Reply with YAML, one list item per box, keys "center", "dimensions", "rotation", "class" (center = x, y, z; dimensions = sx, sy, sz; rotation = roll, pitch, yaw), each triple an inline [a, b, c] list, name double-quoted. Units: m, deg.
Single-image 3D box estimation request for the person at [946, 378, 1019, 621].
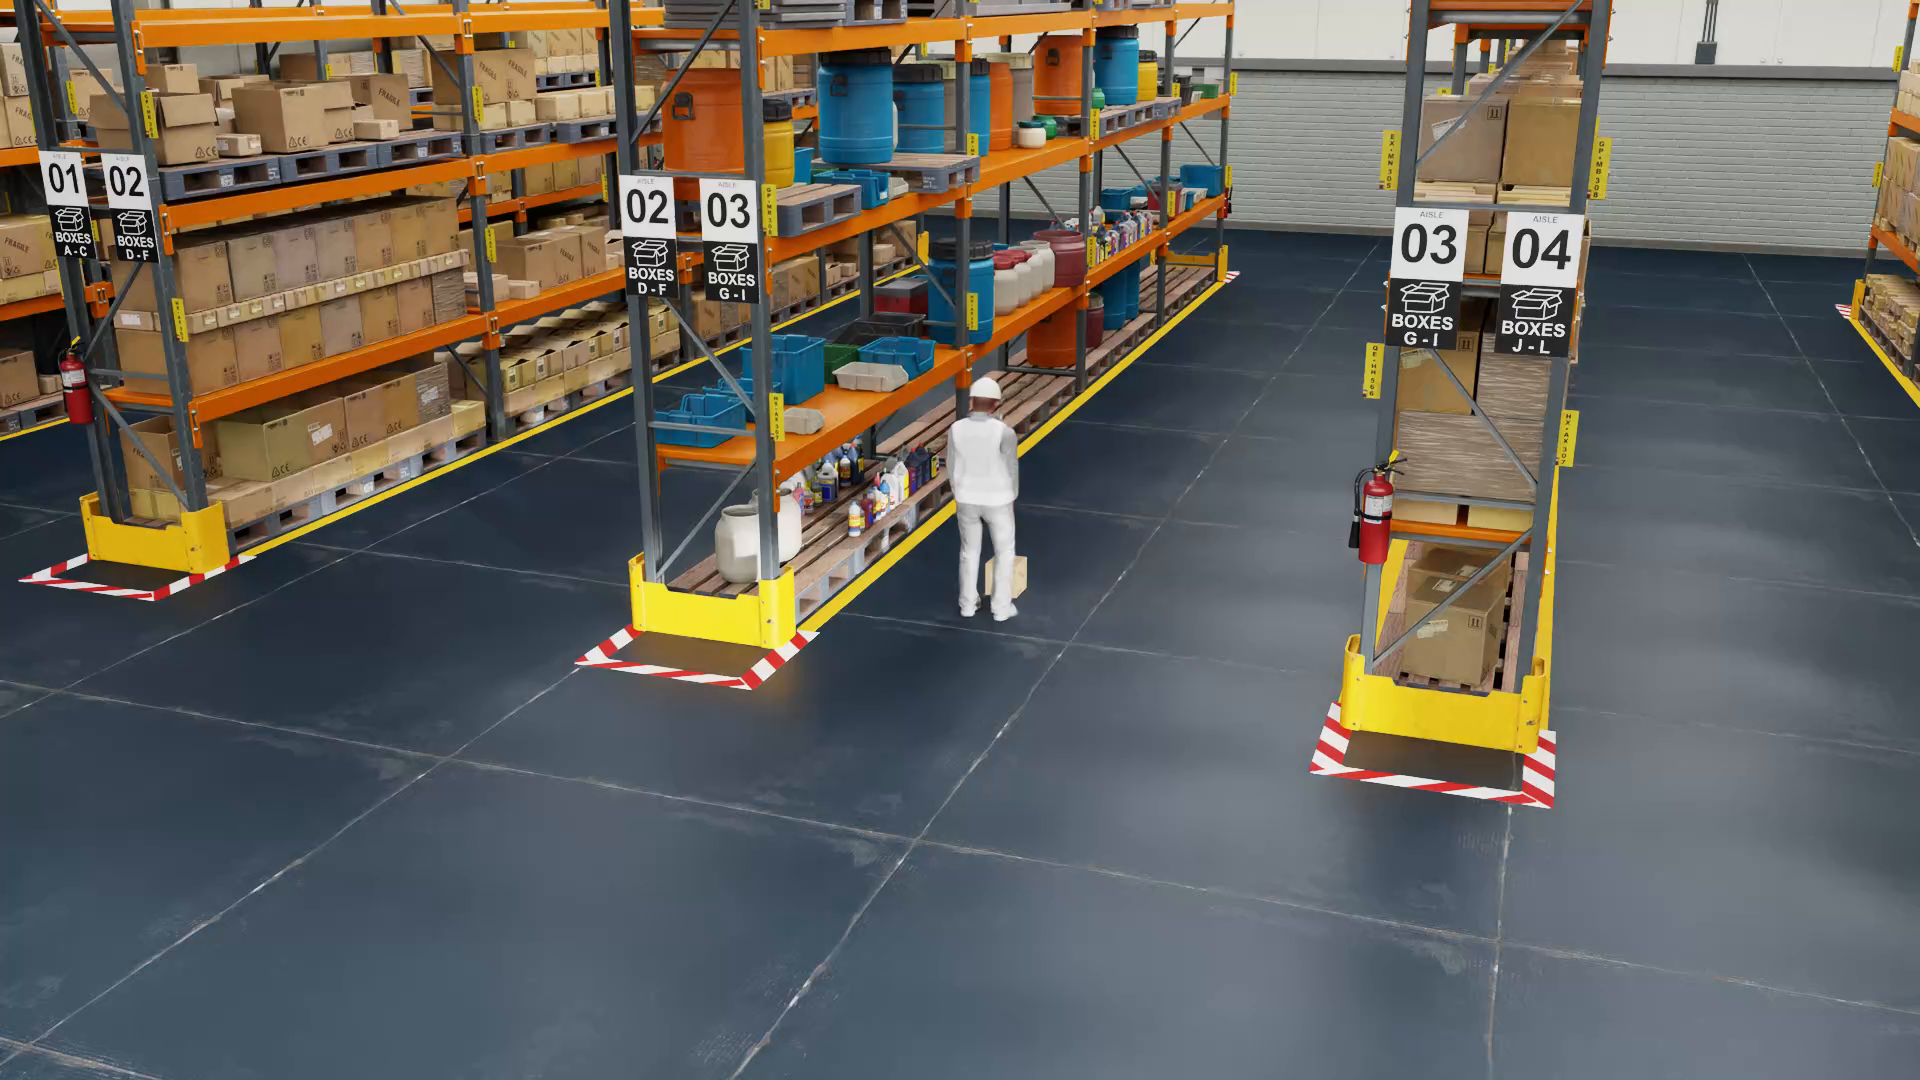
- center: [0.165, -0.295, 11.946]
  dimensions: [0.543, 1.754, 0.400]
  rotation: [7, 20, 19]
  class: "person"
